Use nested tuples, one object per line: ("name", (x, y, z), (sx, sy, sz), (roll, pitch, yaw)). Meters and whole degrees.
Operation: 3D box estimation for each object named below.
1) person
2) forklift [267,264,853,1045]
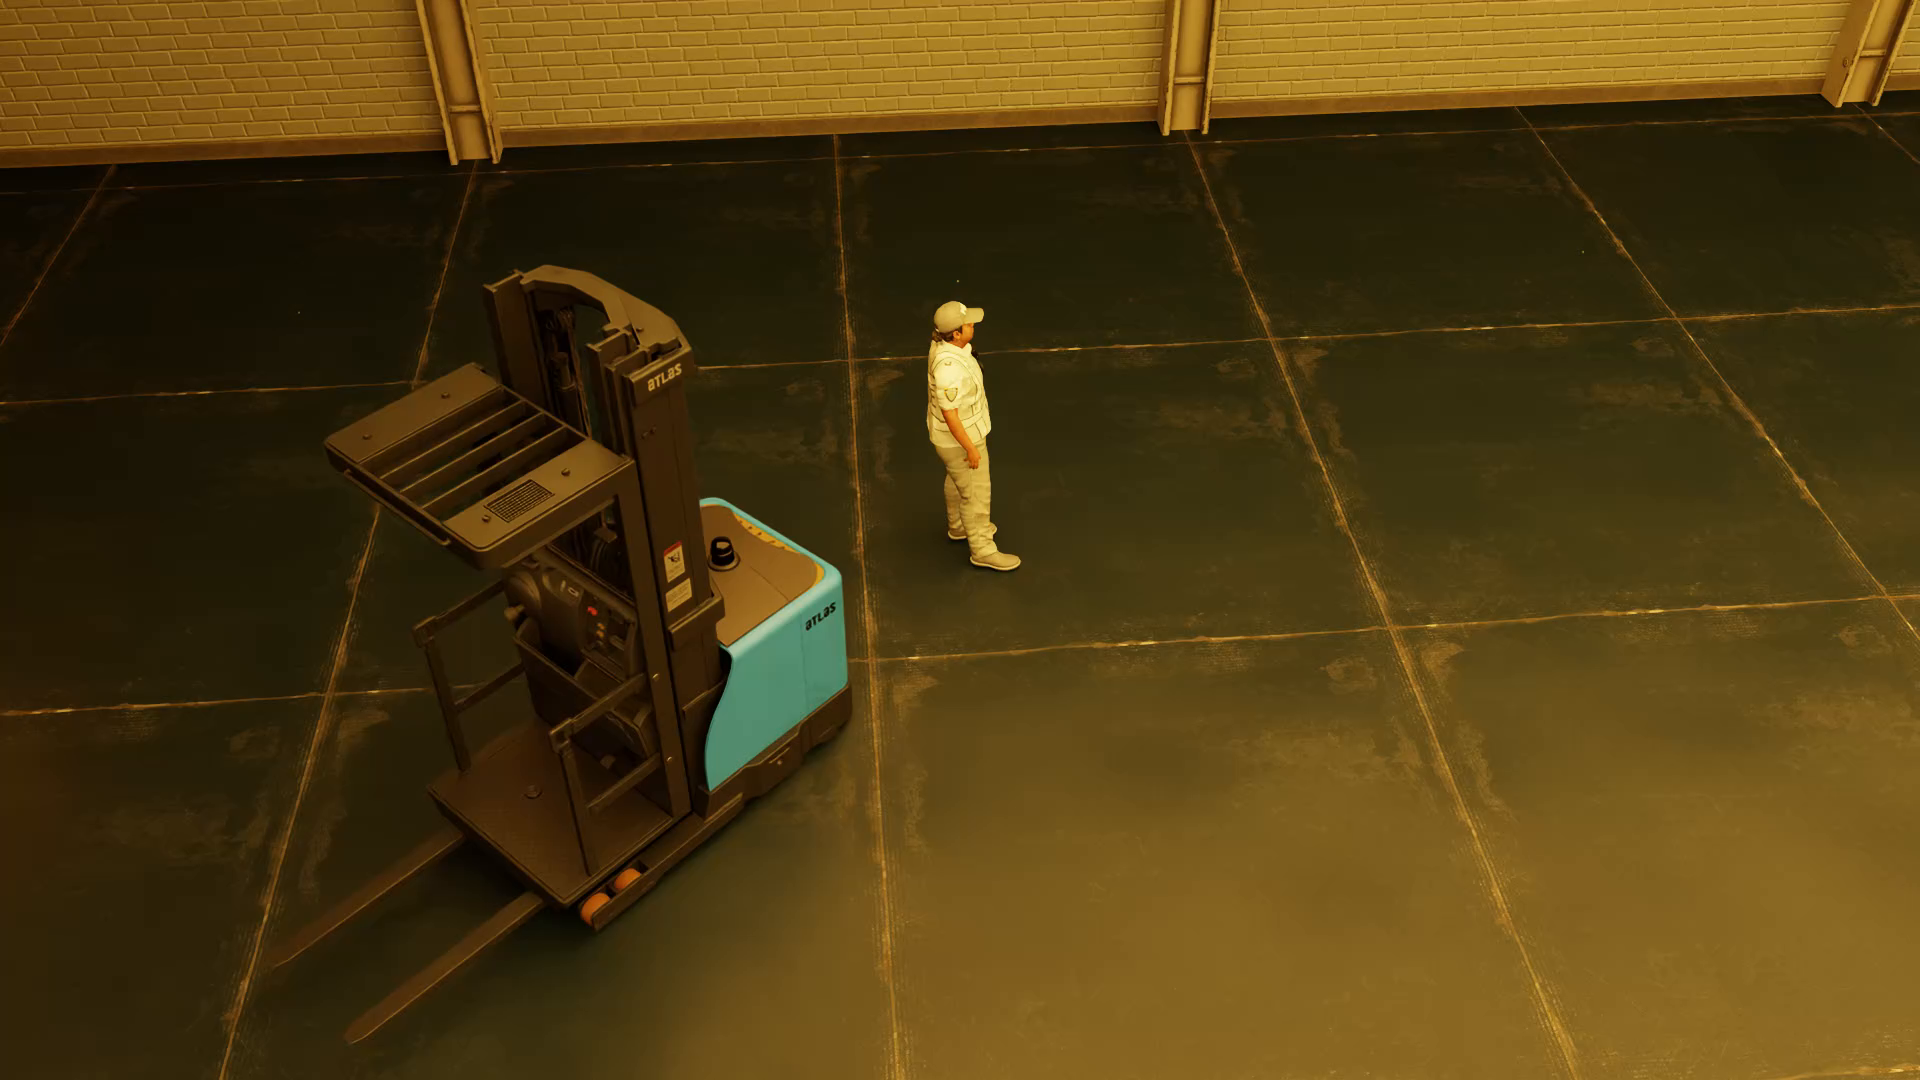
("person", (0.078, -0.628, 9.634), (0.529, 1.670, 0.597), (-3, 41, -4))
("forklift", (-1.926, 0.377, 7.496), (1.130, 2.935, 3.031), (29, 49, 30))
